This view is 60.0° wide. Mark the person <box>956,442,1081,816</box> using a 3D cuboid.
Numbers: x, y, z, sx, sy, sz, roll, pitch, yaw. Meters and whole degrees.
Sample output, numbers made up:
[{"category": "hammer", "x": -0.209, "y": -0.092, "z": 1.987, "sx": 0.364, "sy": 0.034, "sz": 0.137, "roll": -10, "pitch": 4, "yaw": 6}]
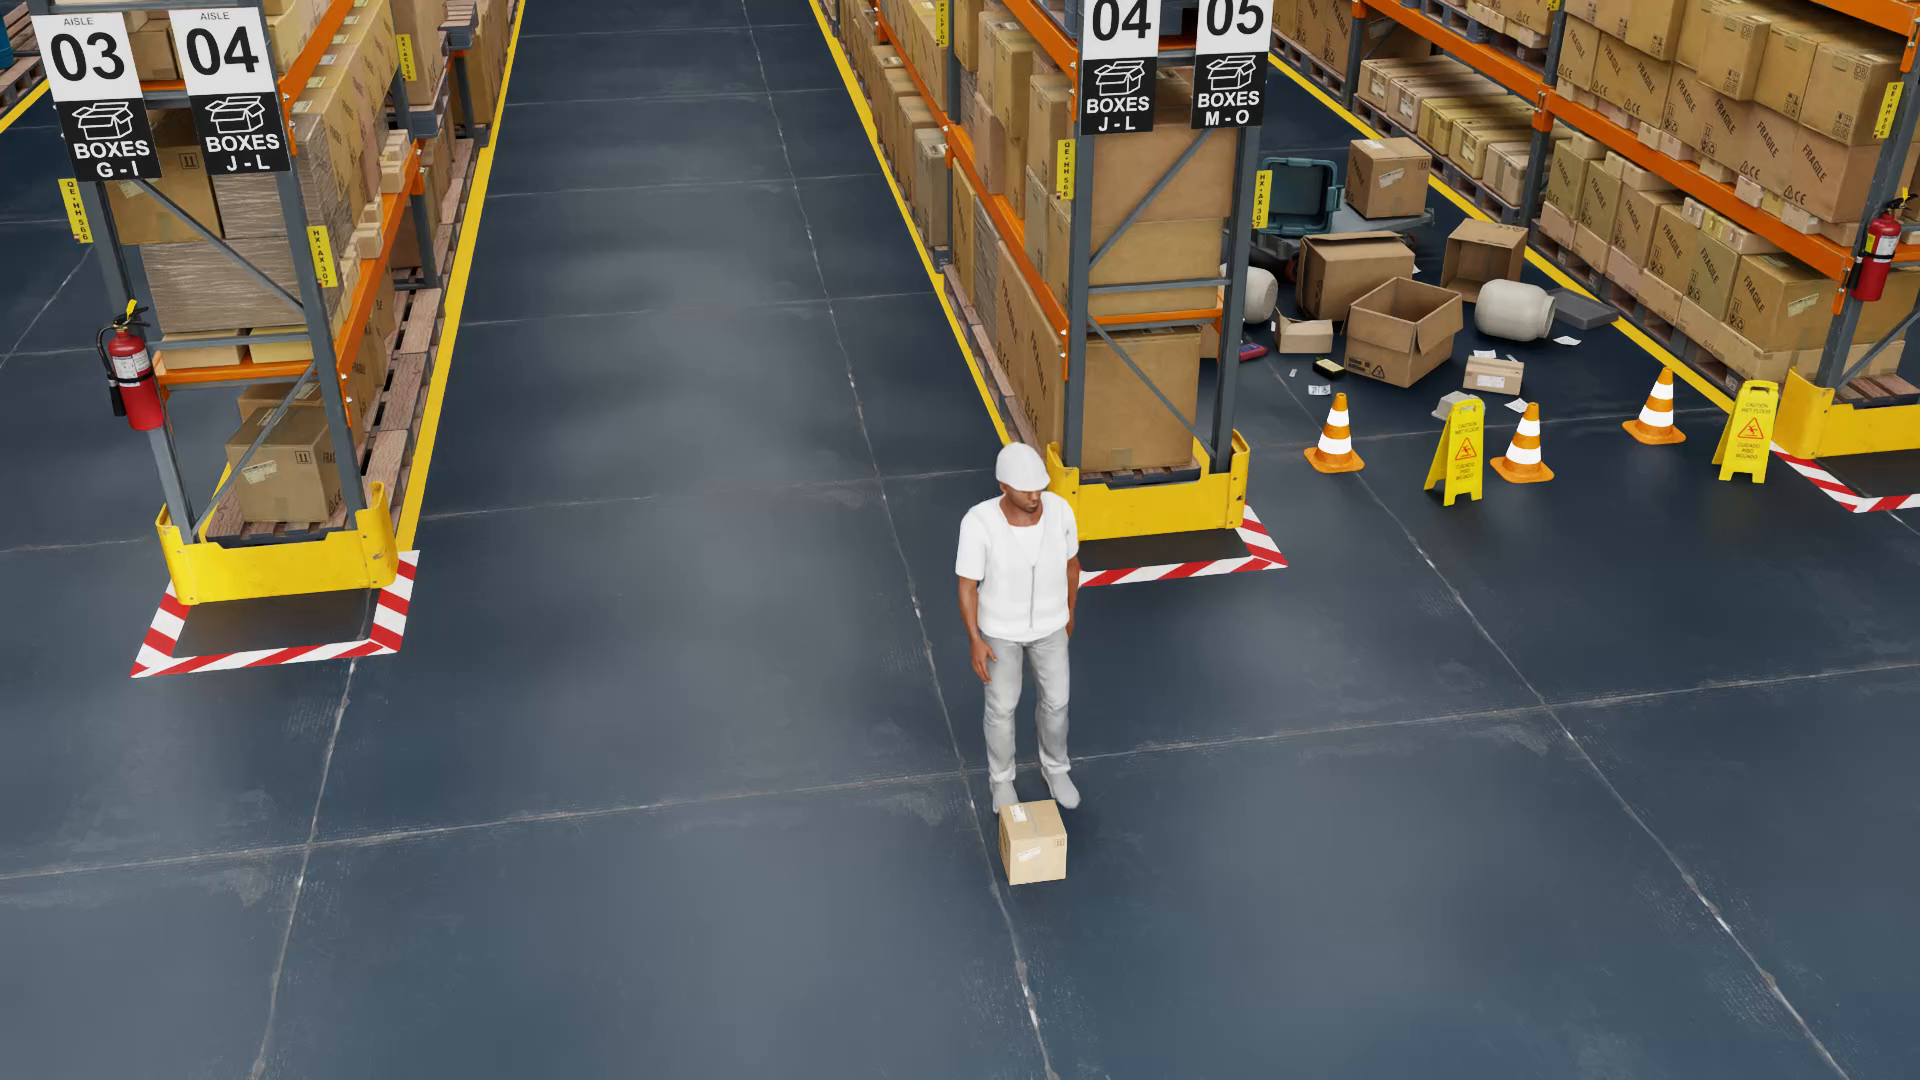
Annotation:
[{"category": "person", "x": 0.284, "y": 0.421, "z": 7.396, "sx": 0.590, "sy": 1.803, "sz": 0.495, "roll": -8, "pitch": 31, "yaw": -13}]
